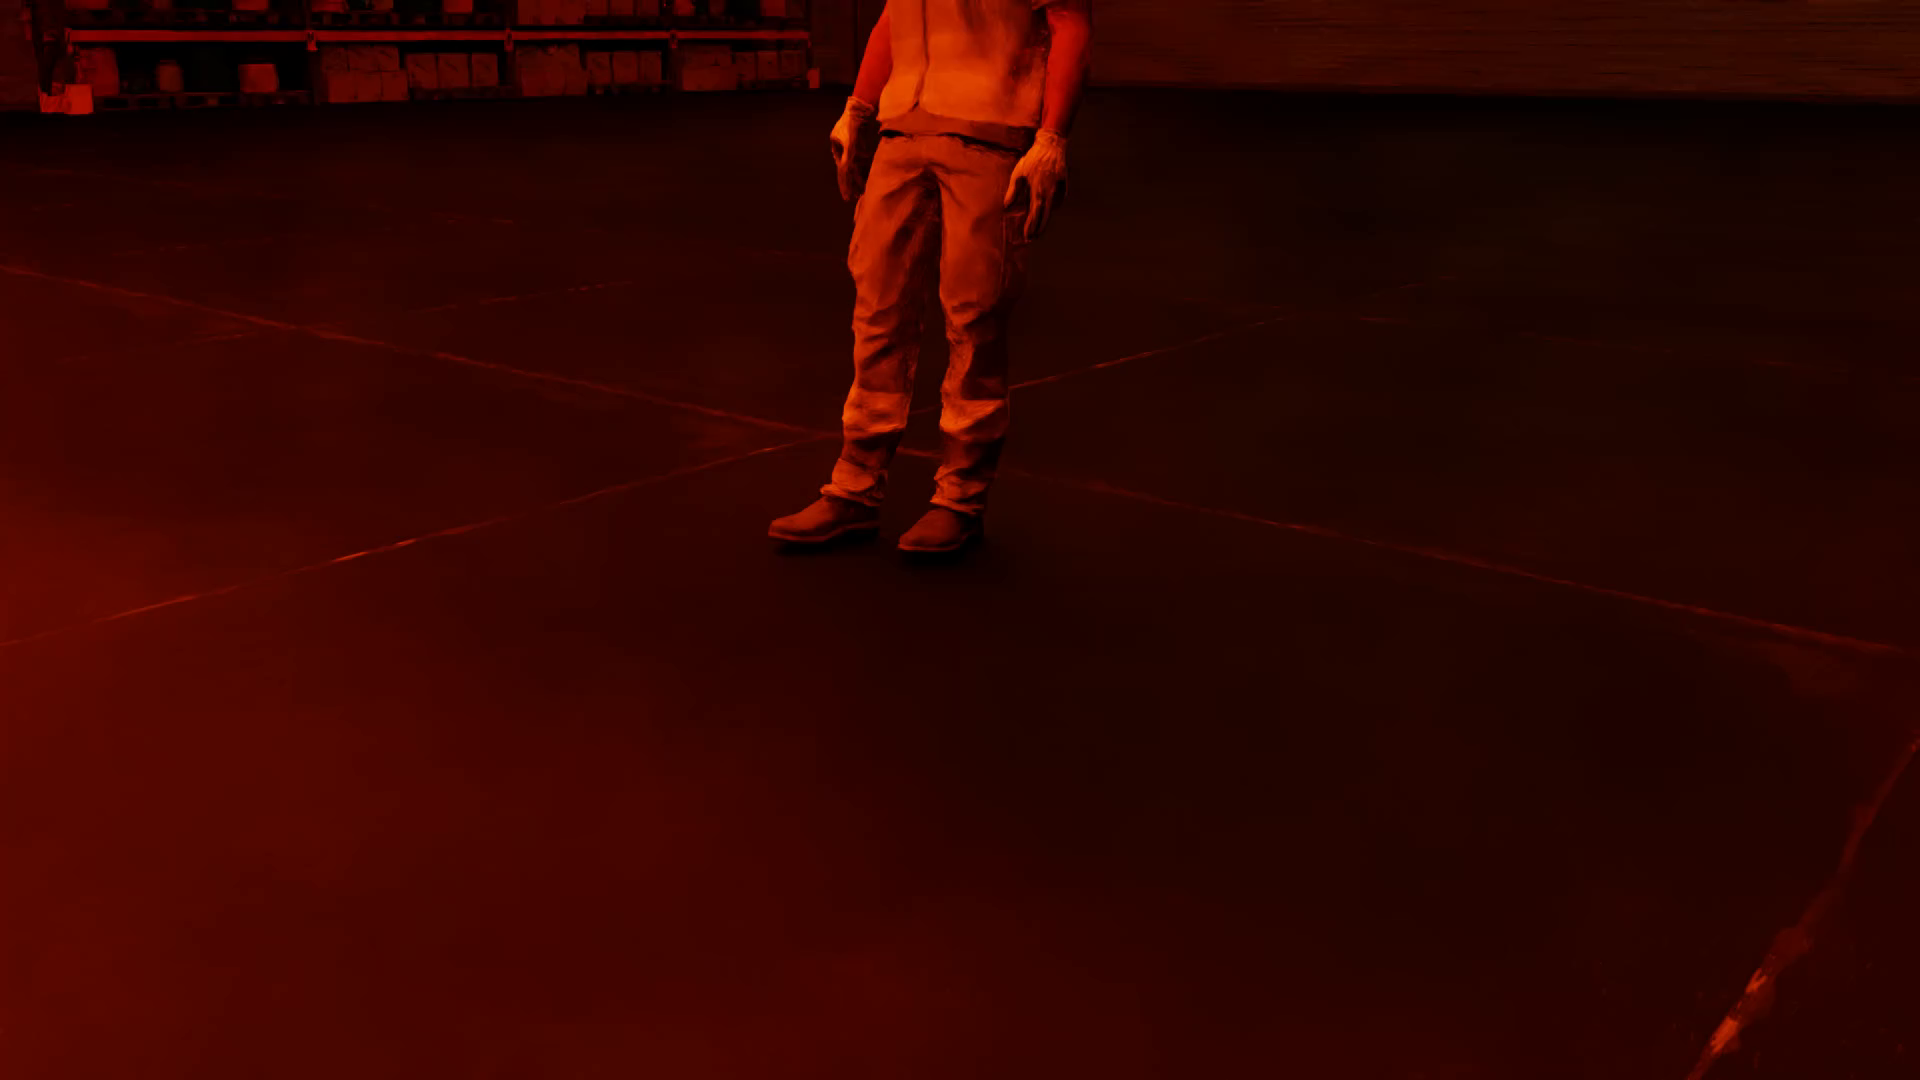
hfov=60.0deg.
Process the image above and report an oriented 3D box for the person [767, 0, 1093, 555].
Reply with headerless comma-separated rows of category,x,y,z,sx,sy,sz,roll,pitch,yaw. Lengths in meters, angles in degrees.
person,-0.060,-0.847,3.627,0.637,1.787,0.563,13,21,37
